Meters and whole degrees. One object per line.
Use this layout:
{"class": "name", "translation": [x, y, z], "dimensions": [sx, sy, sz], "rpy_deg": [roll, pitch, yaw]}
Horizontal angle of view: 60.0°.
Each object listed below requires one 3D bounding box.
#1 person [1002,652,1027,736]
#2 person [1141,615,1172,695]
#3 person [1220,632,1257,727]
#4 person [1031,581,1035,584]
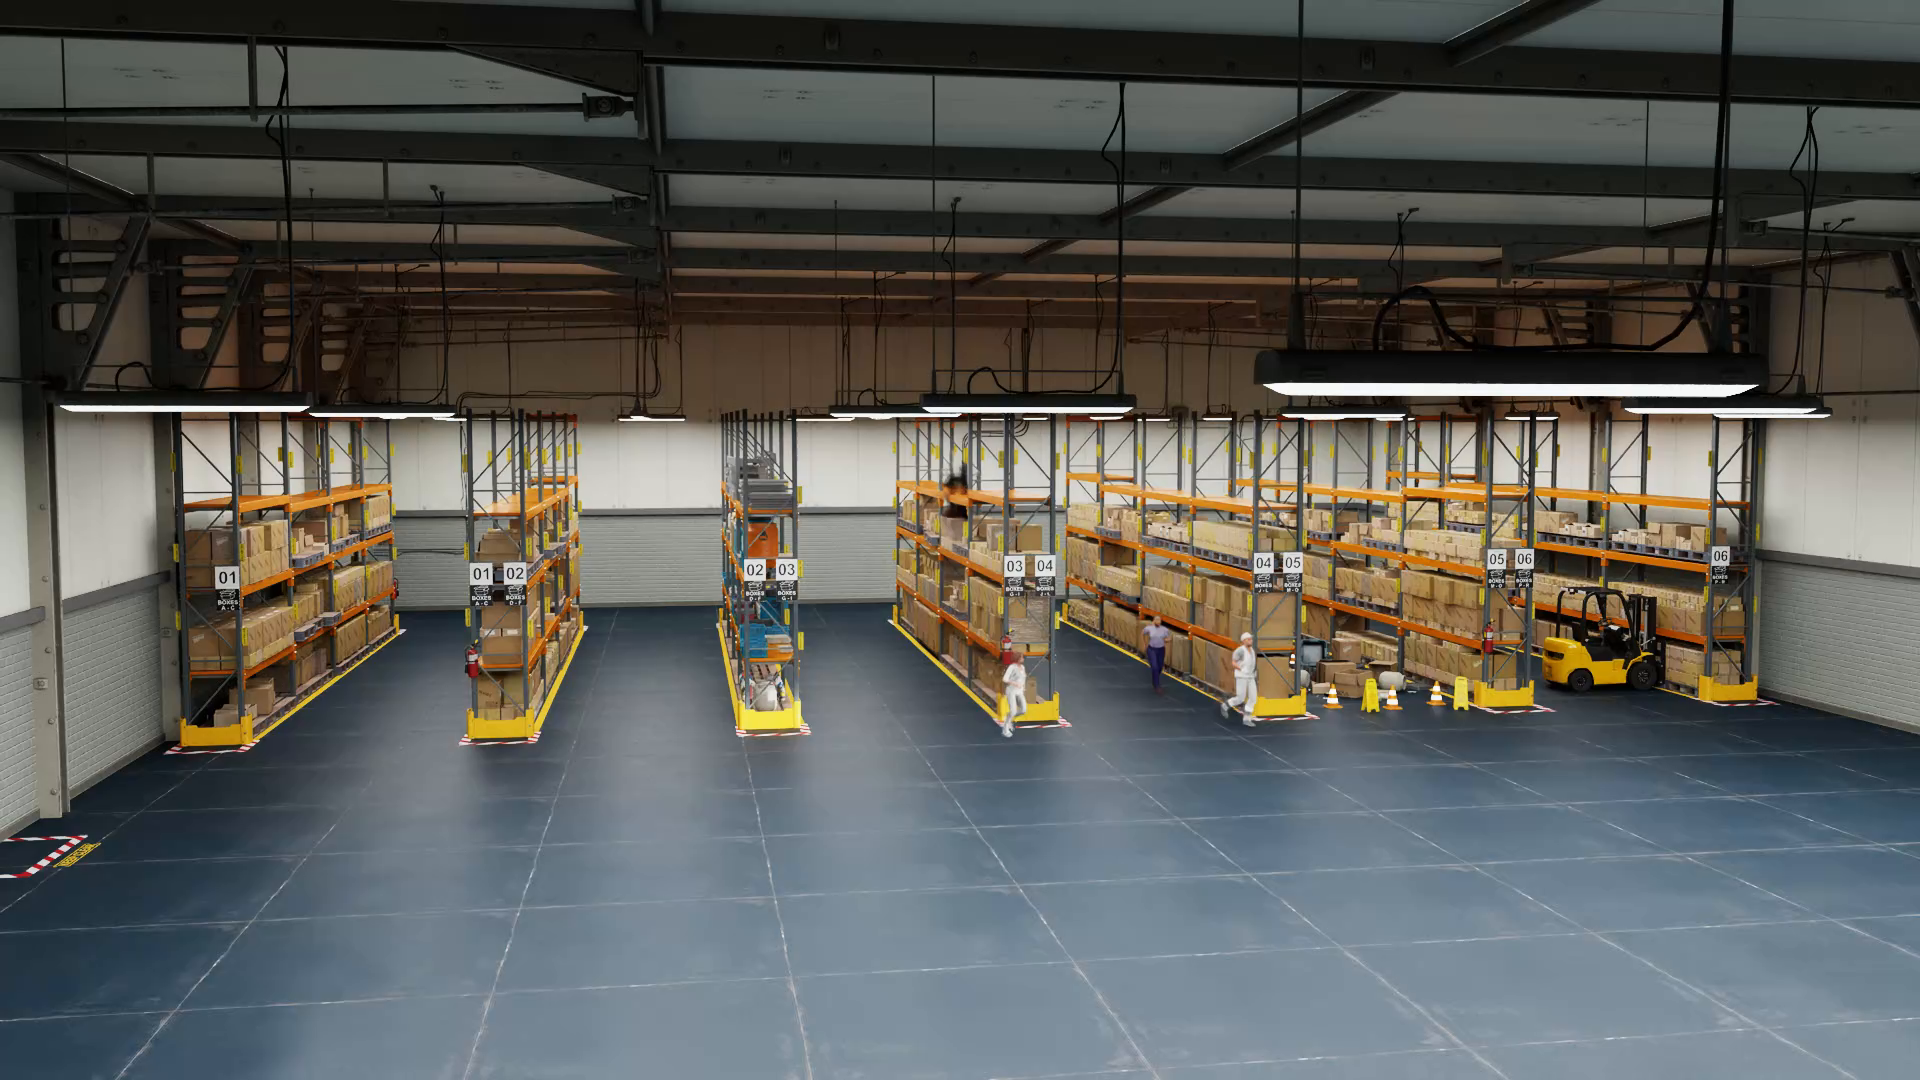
{"class": "person", "translation": [1.046, 2.828, 30.661], "dimensions": [0.542, 1.533, 0.511], "rpy_deg": [-3, 5, -41]}
{"class": "person", "translation": [4.192, 2.405, 35.445], "dimensions": [0.599, 1.651, 0.919], "rpy_deg": [-1, 4, -10]}
{"class": "person", "translation": [5.396, 2.639, 31.733], "dimensions": [0.682, 1.770, 0.812], "rpy_deg": [-4, 5, -42]}
{"class": "person", "translation": [2.134, 1.695, 46.587], "dimensions": [0.690, 1.696, 0.888], "rpy_deg": [0, 4, -1]}
